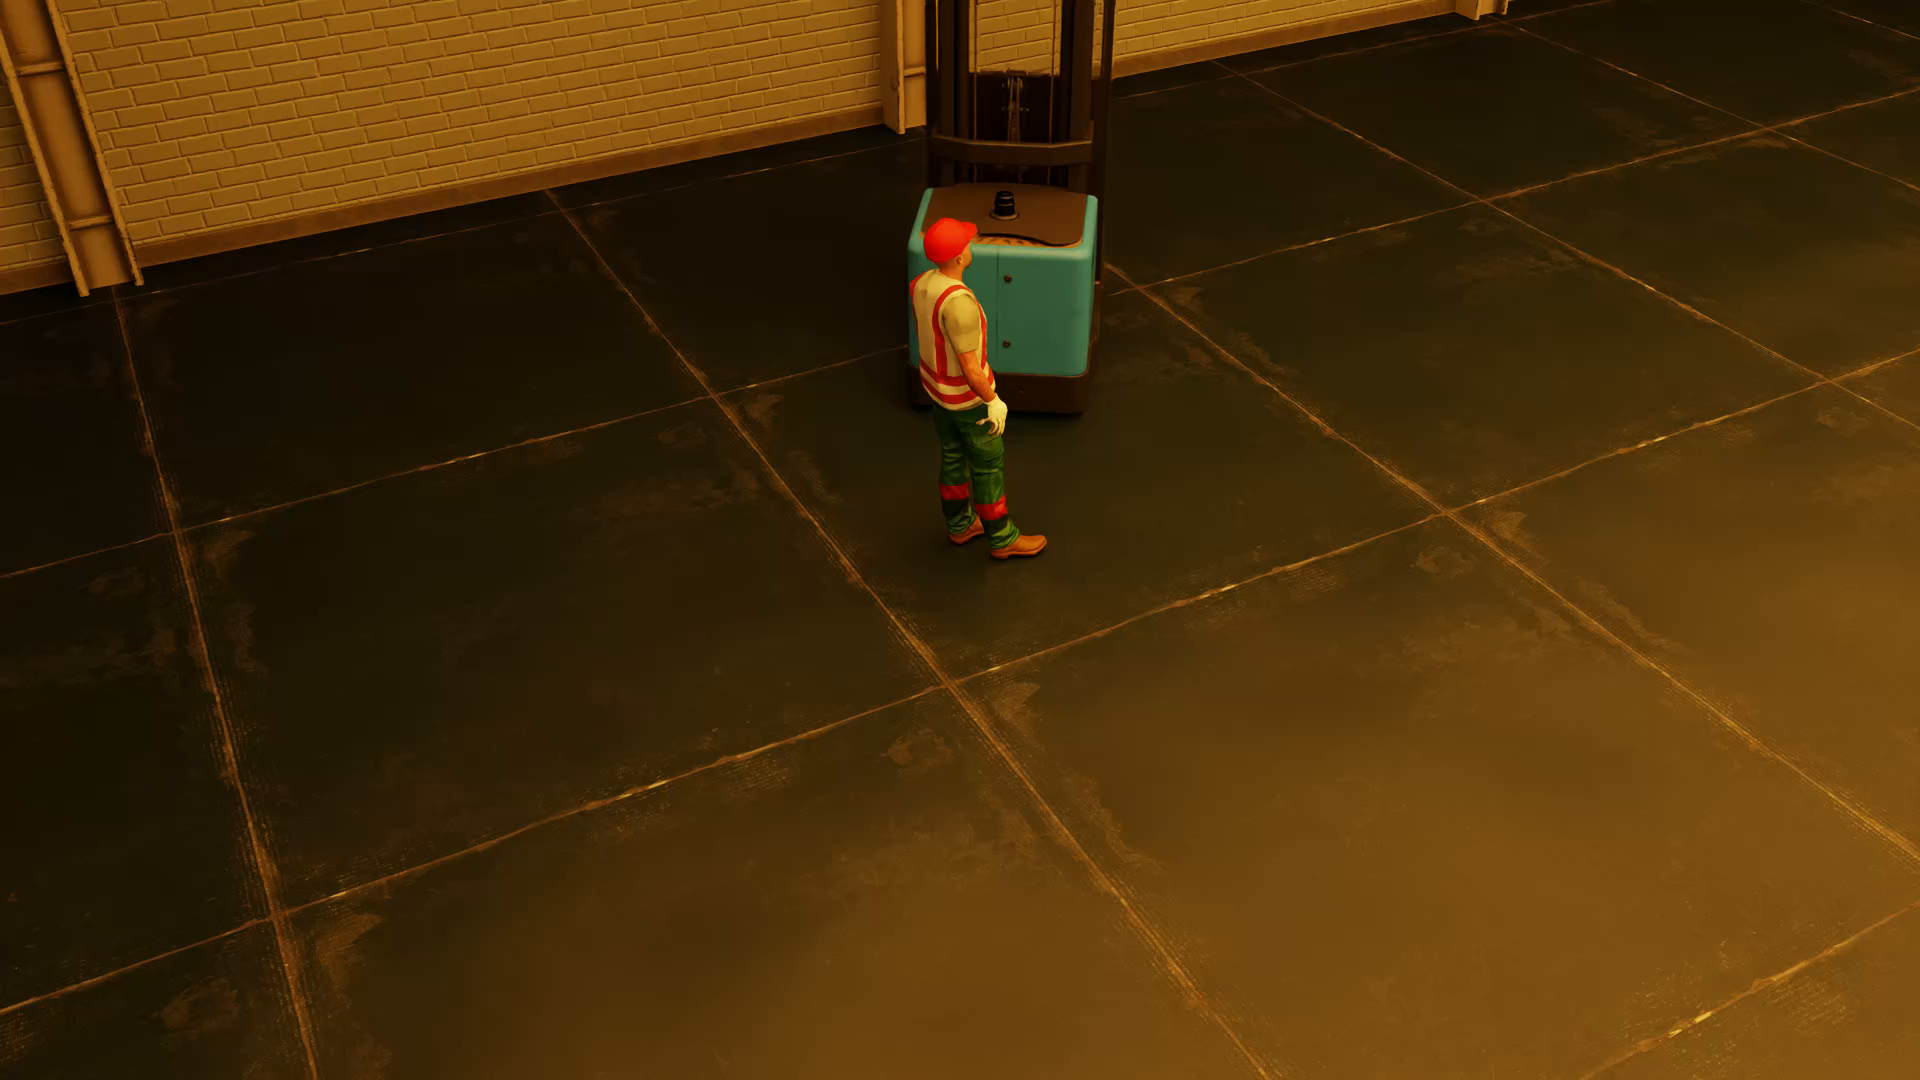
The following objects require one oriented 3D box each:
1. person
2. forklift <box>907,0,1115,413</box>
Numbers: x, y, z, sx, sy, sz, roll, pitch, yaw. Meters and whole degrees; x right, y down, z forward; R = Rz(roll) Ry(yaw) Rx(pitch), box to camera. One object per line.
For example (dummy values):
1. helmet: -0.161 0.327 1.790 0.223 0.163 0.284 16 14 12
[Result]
1. person: 0.077 -0.752 8.163 0.563 1.788 0.638 -17 39 -23
2. forklift: 0.371 -2.761 10.029 1.130 2.935 3.031 4 35 5
